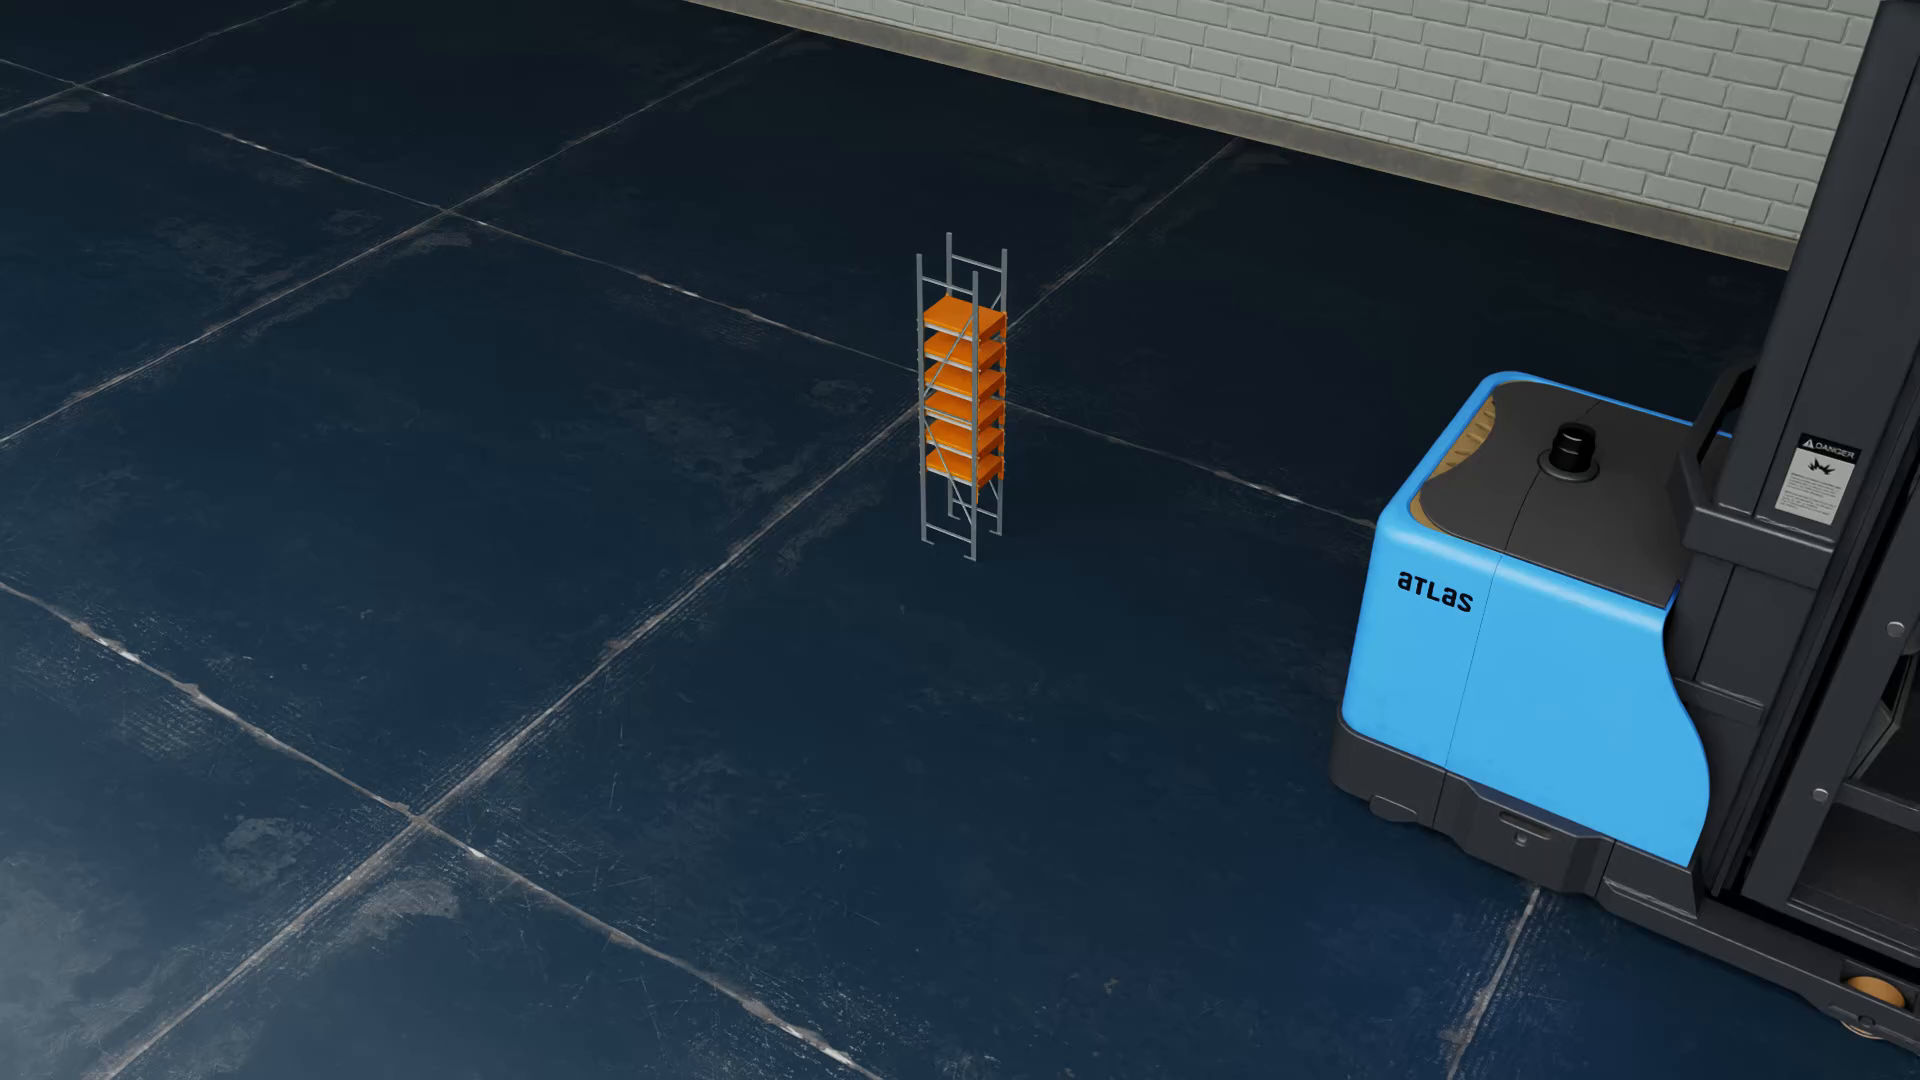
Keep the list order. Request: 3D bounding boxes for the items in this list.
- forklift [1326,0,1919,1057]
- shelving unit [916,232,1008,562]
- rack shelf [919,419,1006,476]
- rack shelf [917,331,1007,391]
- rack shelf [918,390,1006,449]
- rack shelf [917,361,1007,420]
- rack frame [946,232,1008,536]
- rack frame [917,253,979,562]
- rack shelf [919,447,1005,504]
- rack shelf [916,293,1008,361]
[{"bbox_3d":[2.658,-0.122,4.008,3.031,2.935,1.130,22,43,26],"label":"forklift"},{"bbox_3d":[0.008,-0.483,5.893,0.258,1.200,0.189,21,42,25],"label":"shelving unit"},{"bbox_3d":[0.008,-0.352,5.994,0.258,0.103,0.180,21,42,25],"label":"rack shelf"},{"bbox_3d":[0.008,-0.638,5.774,0.258,0.103,0.180,21,42,25],"label":"rack shelf"},{"bbox_3d":[0.008,-0.447,5.920,0.258,0.103,0.180,21,42,25],"label":"rack shelf"},{"bbox_3d":[0.008,-0.542,5.847,0.258,0.103,0.180,21,42,25],"label":"rack shelf"},{"bbox_3d":[0.057,-0.530,5.955,0.240,1.200,0.006,21,42,25],"label":"rack frame"},{"bbox_3d":[-0.041,-0.435,5.832,0.240,1.200,0.006,21,42,25],"label":"rack frame"},{"bbox_3d":[0.008,-0.257,6.067,0.258,0.103,0.180,21,42,25],"label":"rack shelf"},{"bbox_3d":[0.008,-0.733,5.701,0.258,0.103,0.180,21,42,25],"label":"rack shelf"}]
